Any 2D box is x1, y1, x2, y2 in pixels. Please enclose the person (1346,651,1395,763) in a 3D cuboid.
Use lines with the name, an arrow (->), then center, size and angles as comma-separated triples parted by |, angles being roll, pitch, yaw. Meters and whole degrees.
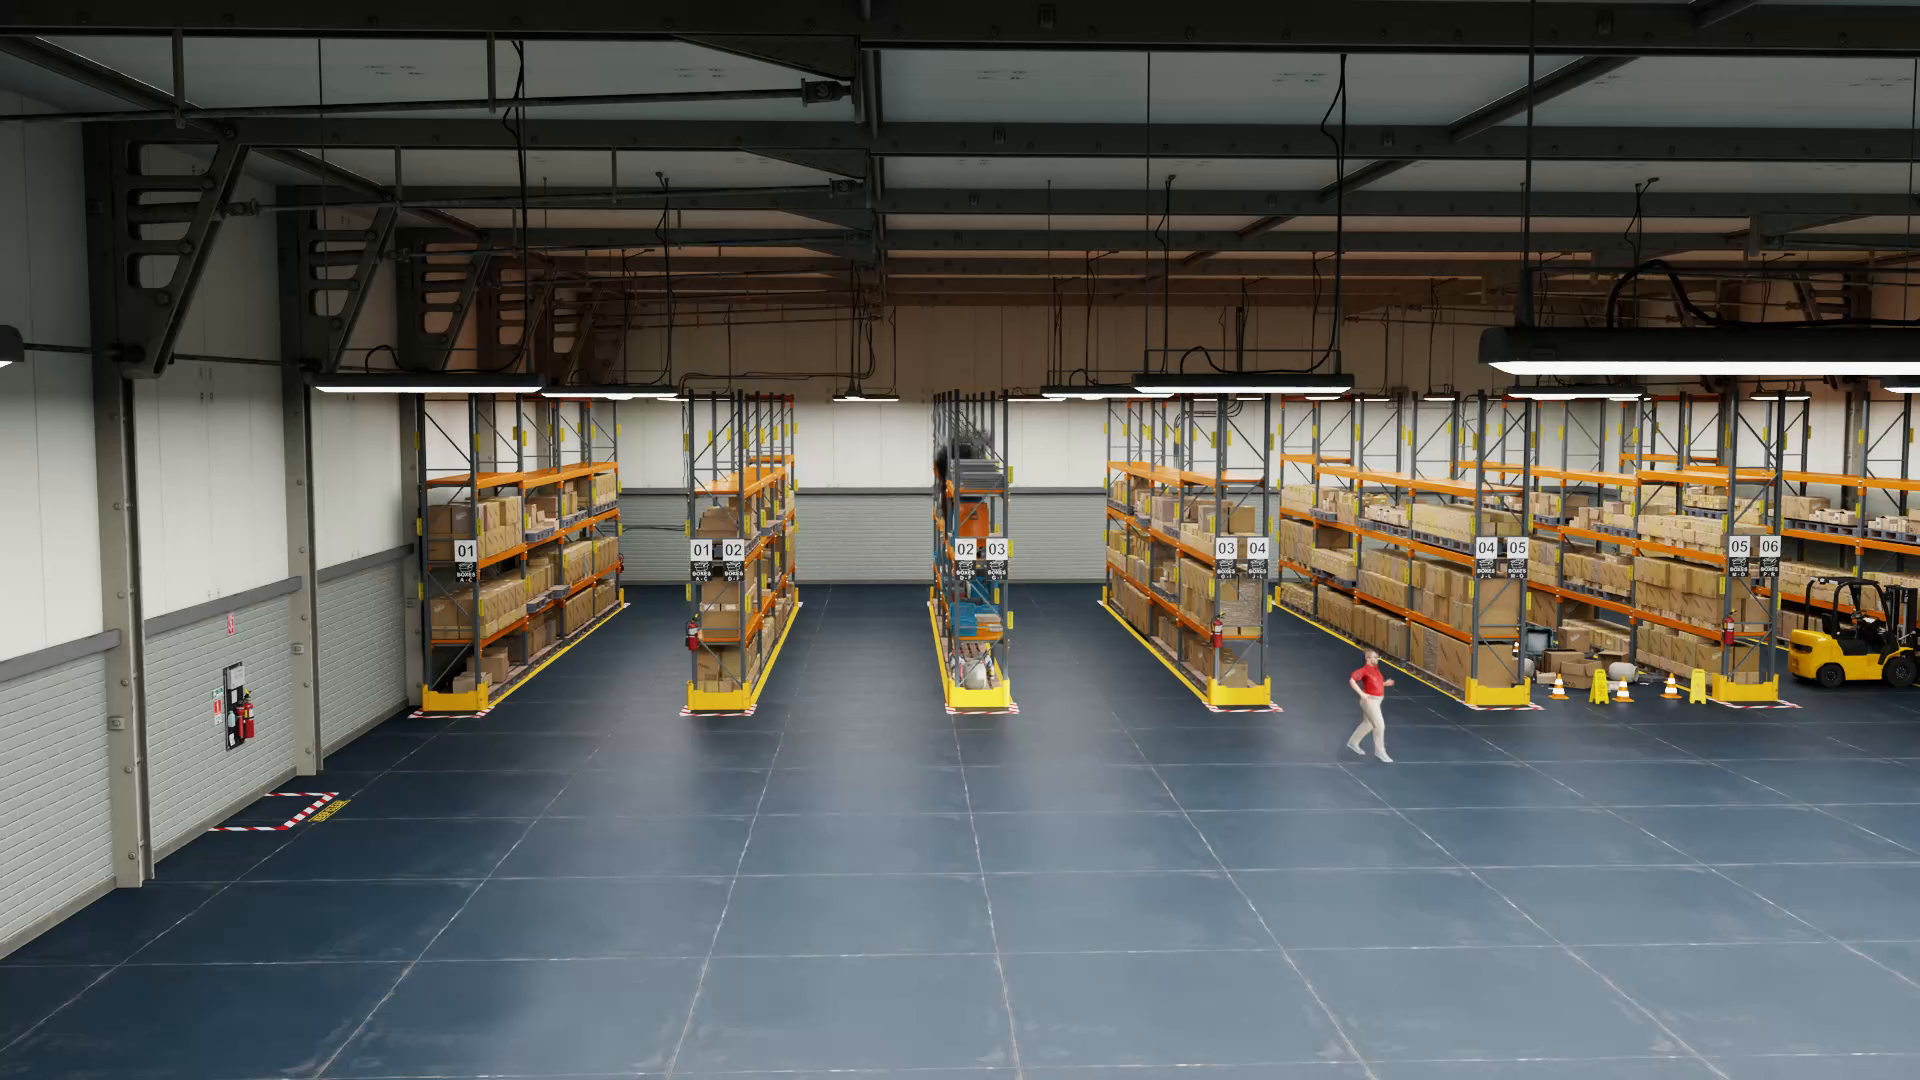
person -> 6.626, 2.667, 26.829 | 0.807, 1.775, 0.648 | 3, 5, 29

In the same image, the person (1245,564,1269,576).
person -> 7.978, 1.199, 44.817 | 0.694, 1.747, 0.589 | 0, 5, -1
